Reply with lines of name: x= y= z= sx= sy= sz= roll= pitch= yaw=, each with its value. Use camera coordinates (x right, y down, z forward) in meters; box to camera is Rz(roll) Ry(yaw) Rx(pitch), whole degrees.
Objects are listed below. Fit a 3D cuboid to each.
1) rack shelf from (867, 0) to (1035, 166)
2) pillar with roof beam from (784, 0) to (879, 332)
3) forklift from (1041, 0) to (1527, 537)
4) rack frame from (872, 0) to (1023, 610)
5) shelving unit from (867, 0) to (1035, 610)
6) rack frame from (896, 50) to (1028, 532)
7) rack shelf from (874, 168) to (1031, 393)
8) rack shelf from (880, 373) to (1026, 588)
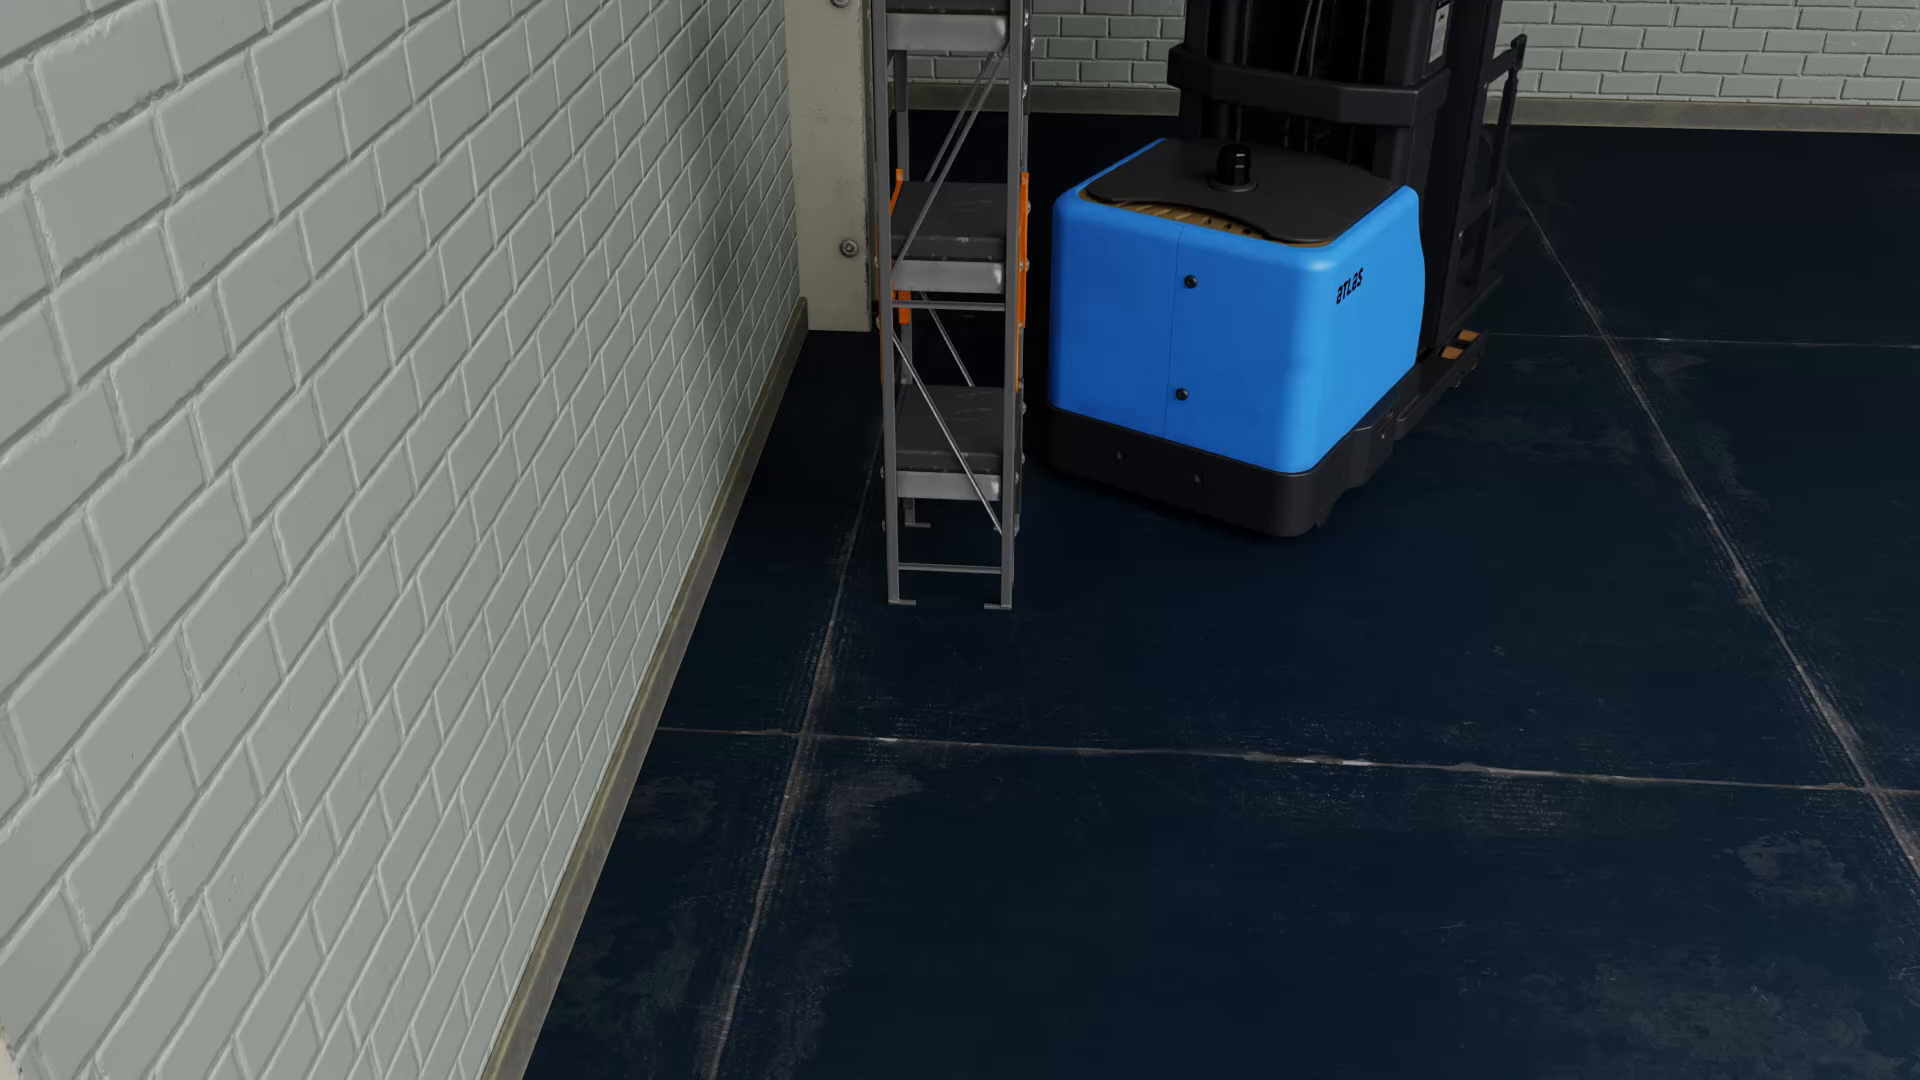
rack shelf: x=-0.013 y=-1.392 z=4.699 sx=0.431 sy=0.518 sz=0.480 roll=2 pitch=32 yaw=4
pillar with roof beam: x=3.763 y=-4.662 z=4.737 sx=9.100 sy=9.000 sz=0.400 roll=2 pitch=32 yaw=4
forklift: x=1.527 y=-1.989 z=6.183 sx=1.130 sy=2.935 sz=3.031 roll=19 pitch=36 yaw=28
rack frame: x=-0.033 y=-0.680 z=4.852 sx=0.400 sy=2.100 sz=0.015 roll=2 pitch=32 yaw=4
shelving unit: x=-0.013 y=-0.807 z=5.059 sx=0.431 sy=2.100 sz=0.503 roll=2 pitch=32 yaw=4
rack frame: x=0.006 y=-0.935 z=5.266 sx=0.400 sy=2.100 sz=0.015 roll=2 pitch=32 yaw=4
rack shelf: x=-0.013 y=-0.796 z=5.066 sx=0.431 sy=0.518 sz=0.480 roll=2 pitch=32 yaw=4
rack shelf: x=-0.013 y=-0.200 z=5.433 sx=0.431 sy=0.518 sz=0.480 roll=2 pitch=32 yaw=4
